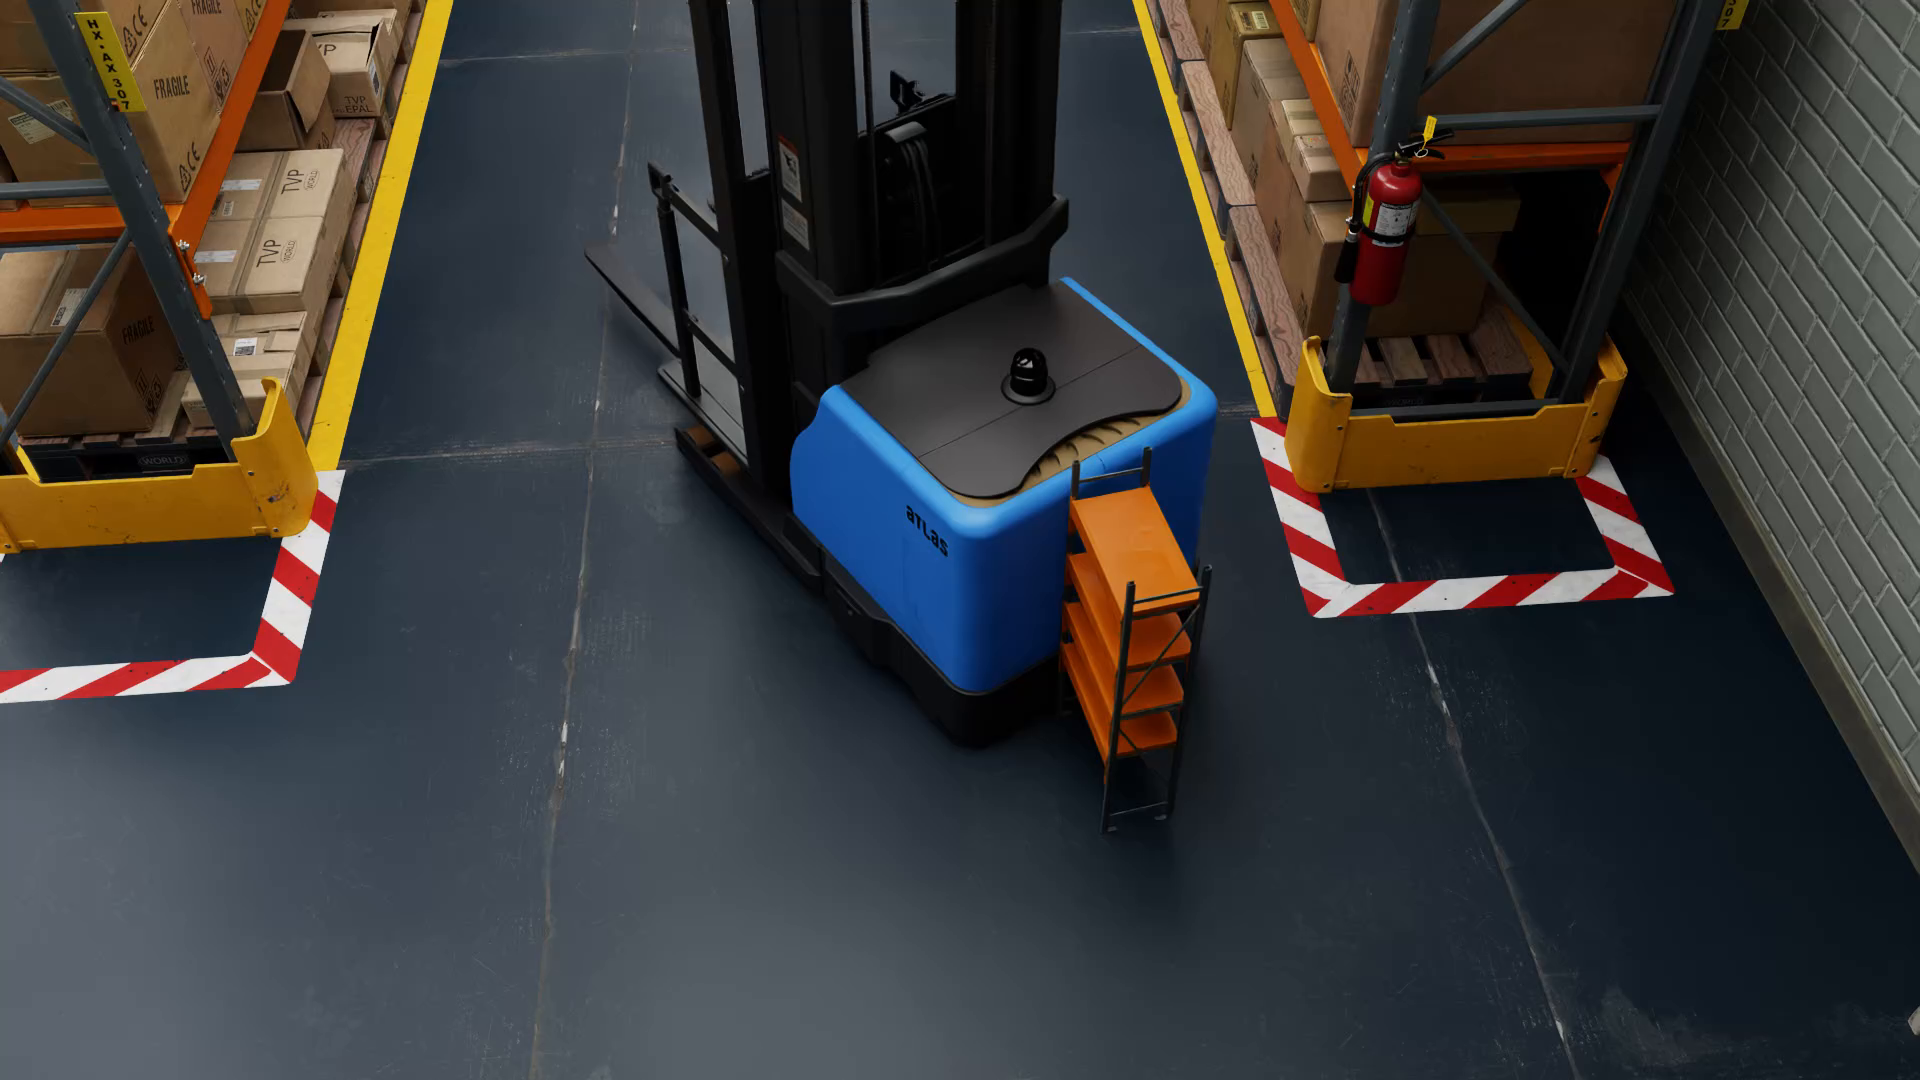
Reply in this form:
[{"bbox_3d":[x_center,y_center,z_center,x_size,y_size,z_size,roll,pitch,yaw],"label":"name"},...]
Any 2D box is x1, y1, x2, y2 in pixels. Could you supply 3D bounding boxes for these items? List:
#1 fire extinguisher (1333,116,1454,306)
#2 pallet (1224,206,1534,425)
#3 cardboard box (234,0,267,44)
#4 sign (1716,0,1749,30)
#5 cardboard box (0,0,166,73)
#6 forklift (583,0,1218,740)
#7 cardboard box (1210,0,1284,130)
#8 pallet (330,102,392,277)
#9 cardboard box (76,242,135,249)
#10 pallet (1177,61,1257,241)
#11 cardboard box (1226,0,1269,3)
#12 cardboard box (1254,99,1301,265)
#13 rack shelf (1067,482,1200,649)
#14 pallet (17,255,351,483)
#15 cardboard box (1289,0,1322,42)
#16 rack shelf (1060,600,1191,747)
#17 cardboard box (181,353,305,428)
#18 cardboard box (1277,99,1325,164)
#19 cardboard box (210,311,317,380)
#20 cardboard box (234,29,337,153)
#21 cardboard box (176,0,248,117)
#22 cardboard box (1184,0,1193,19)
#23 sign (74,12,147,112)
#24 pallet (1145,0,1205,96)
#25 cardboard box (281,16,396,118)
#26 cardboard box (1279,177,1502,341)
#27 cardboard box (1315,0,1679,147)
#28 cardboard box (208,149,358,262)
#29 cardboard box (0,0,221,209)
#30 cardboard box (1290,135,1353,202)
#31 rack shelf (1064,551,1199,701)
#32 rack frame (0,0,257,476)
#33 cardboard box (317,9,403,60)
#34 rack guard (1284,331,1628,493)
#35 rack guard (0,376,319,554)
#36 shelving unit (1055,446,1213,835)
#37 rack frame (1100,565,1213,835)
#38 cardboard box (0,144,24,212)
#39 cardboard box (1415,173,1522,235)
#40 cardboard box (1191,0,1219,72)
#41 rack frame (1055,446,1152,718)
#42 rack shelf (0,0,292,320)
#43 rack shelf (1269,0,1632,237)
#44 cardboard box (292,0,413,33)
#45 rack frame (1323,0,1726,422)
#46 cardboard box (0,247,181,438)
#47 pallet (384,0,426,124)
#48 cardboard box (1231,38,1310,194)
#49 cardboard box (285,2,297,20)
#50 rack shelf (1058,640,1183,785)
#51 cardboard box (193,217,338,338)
[{"bbox_3d":[1.431,-1.093,5.529,0.296,0.674,0.183,-3,47,-3],"label":"fire extinguisher"},{"bbox_3d":[1.733,-1.000,7.052,1.003,0.211,1.213,-3,47,-3],"label":"pallet"},{"bbox_3d":[-2.920,-2.189,6.188,0.500,0.500,0.500,-4,47,-3],"label":"cardboard box"},{"bbox_3d":[2.432,-1.739,5.180,0.100,0.325,0.005,-3,47,-3],"label":"sign"},{"bbox_3d":[-2.832,-1.796,5.128,0.500,0.500,0.500,-2,47,-2],"label":"cardboard box"},{"bbox_3d":[-0.450,-1.374,5.532,1.130,2.935,3.031,-28,53,-24],"label":"forklift"},{"bbox_3d":[1.583,-2.281,7.777,0.700,0.500,0.500,-3,47,-2],"label":"cardboard box"},{"bbox_3d":[-3.231,-1.635,7.653,1.003,0.211,1.213,-3,47,-3],"label":"pallet"},{"bbox_3d":[-3.398,-1.355,7.058,0.500,0.250,0.500,-3,47,-3],"label":"cardboard box"},{"bbox_3d":[1.634,-1.880,7.886,1.003,0.211,1.213,-3,47,-3],"label":"pallet"},{"bbox_3d":[1.394,-2.603,7.635,0.380,0.149,0.250,-5,47,-4],"label":"cardboard box"},{"bbox_3d":[1.678,-1.532,7.068,0.700,0.500,0.500,-4,47,-3],"label":"cardboard box"},{"bbox_3d":[0.506,0.067,4.819,0.258,0.148,0.480,-11,48,-10],"label":"rack shelf"},{"bbox_3d":[-3.132,-0.754,6.819,1.003,0.211,1.213,-3,47,-3],"label":"pallet"},{"bbox_3d":[1.753,-2.382,6.234,0.980,0.700,0.700,-4,47,-4],"label":"cardboard box"},{"bbox_3d":[0.506,0.383,5.153,0.258,0.148,0.480,-11,48,-10],"label":"rack shelf"},{"bbox_3d":[-2.750,-0.576,6.390,0.380,0.149,0.250,-3,47,-3],"label":"cardboard box"},{"bbox_3d":[1.505,-1.660,6.742,0.380,0.149,0.250,-2,47,-2],"label":"cardboard box"},{"bbox_3d":[-2.771,-0.763,6.555,0.380,0.166,0.250,-3,47,-3],"label":"cardboard box"},{"bbox_3d":[-3.230,-1.909,7.408,0.797,0.503,0.637,-3,47,-3],"label":"cardboard box"},{"bbox_3d":[-2.881,-1.826,5.844,0.500,0.500,0.500,-4,47,-4],"label":"cardboard box"},{"bbox_3d":[1.504,-3.017,8.473,0.700,0.500,0.500,-3,47,-3],"label":"cardboard box"},{"bbox_3d":[-2.517,-1.412,4.925,0.100,0.325,0.005,-3,47,-3],"label":"sign"},{"bbox_3d":[1.529,-2.765,8.723,1.003,0.211,1.213,-3,47,-3],"label":"pallet"},{"bbox_3d":[-3.000,-2.264,7.877,0.500,0.311,0.500,-3,47,-3],"label":"cardboard box"},{"bbox_3d":[1.720,-1.170,6.725,0.700,0.500,0.500,-3,47,-3],"label":"cardboard box"},{"bbox_3d":[1.825,-1.856,5.736,0.980,0.700,0.700,-2,47,-1],"label":"cardboard box"},{"bbox_3d":[-2.904,-1.421,7.121,0.500,0.250,0.500,-3,47,-3],"label":"cardboard box"},{"bbox_3d":[-2.832,-1.453,5.491,0.500,0.500,0.500,-3,47,-2],"label":"cardboard box"},{"bbox_3d":[1.528,-1.475,6.567,0.380,0.149,0.250,-4,47,-4],"label":"cardboard box"},{"bbox_3d":[0.506,0.229,4.991,0.258,0.148,0.480,-11,48,-10],"label":"rack shelf"},{"bbox_3d":[-3.058,-1.081,5.208,1.000,3.000,0.127,-3,47,-3],"label":"rack frame"},{"bbox_3d":[-2.971,-2.484,8.197,0.380,0.149,0.250,-3,47,-3],"label":"cardboard box"},{"bbox_3d":[1.880,-0.508,6.387,1.175,0.500,0.348,-3,47,-3],"label":"rack guard"},{"bbox_3d":[-3.064,-0.277,6.168,1.175,0.500,0.348,-3,47,-3],"label":"rack guard"},{"bbox_3d":[0.506,0.337,5.104,0.258,1.200,0.503,-11,48,-10],"label":"shelving unit"},{"bbox_3d":[0.569,0.508,4.942,0.240,1.200,0.015,-11,48,-10],"label":"rack frame"},{"bbox_3d":[-3.367,-1.423,5.463,0.500,0.500,0.500,-2,47,-2],"label":"cardboard box"},{"bbox_3d":[1.930,-1.315,6.415,0.380,0.149,0.250,-3,47,-3],"label":"cardboard box"},{"bbox_3d":[1.542,-2.653,8.129,0.700,0.500,0.500,-4,47,-4],"label":"cardboard box"},{"bbox_3d":[0.443,0.166,5.266,0.240,1.200,0.015,-11,48,-10],"label":"rack frame"},{"bbox_3d":[-3.225,-2.281,6.840,1.077,0.370,4.000,-3,47,-3],"label":"rack shelf"},{"bbox_3d":[1.711,-2.585,7.127,1.077,0.370,4.000,-3,47,-3],"label":"rack shelf"},{"bbox_3d":[-3.062,-2.872,8.323,0.500,0.500,0.500,-3,47,-3],"label":"cardboard box"},{"bbox_3d":[1.878,-1.385,5.496,1.000,3.000,0.127,-3,47,-3],"label":"rack frame"},{"bbox_3d":[-3.349,-0.751,6.314,0.500,0.500,0.500,-3,47,-3],"label":"cardboard box"},{"bbox_3d":[-3.336,-2.519,8.491,1.003,0.211,1.213,-3,47,-3],"label":"pallet"},{"bbox_3d":[1.635,-1.896,7.412,0.700,0.500,0.500,-5,47,-5],"label":"cardboard box"},{"bbox_3d":[-3.573,-2.885,8.465,0.500,0.311,0.500,-3,47,-3],"label":"cardboard box"},{"bbox_3d":[0.506,0.520,5.297,0.258,0.148,0.480,-11,48,-10],"label":"rack shelf"},{"bbox_3d":[-2.863,-1.059,6.778,0.500,0.250,0.500,-3,47,-3],"label":"cardboard box"}]
